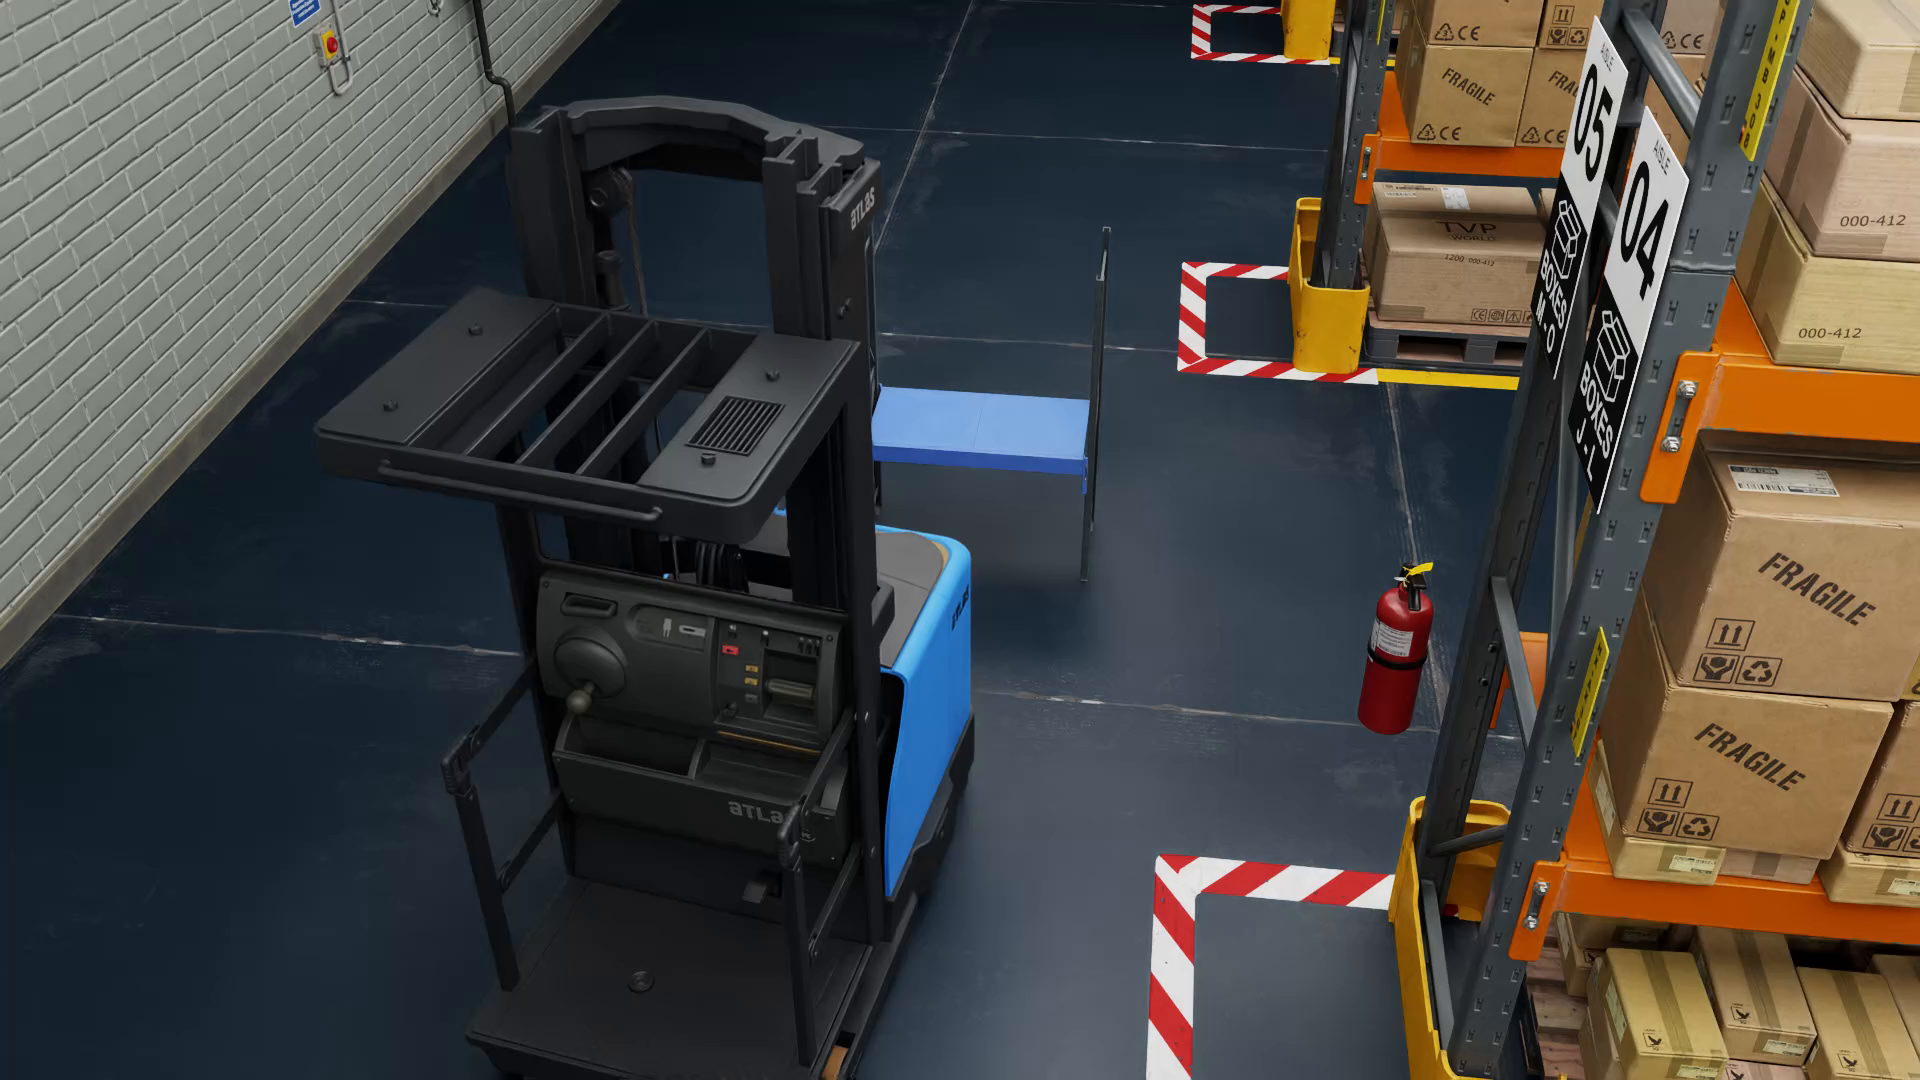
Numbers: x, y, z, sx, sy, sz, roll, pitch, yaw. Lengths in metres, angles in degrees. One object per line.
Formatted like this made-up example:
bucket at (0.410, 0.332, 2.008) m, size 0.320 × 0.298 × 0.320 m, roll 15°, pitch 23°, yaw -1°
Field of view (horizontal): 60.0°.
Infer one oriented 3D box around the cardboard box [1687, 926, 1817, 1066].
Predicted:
cardboard box at (2.316, 1.332, 4.883) m, size 0.250 × 0.149 × 0.380 m, roll 5°, pitch 36°, yaw 7°

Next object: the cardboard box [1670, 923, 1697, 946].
cardboard box at (2.350, 1.091, 5.220) m, size 0.250 × 0.149 × 0.380 m, roll 5°, pitch 36°, yaw 7°

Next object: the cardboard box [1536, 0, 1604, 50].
cardboard box at (3.034, -2.675, 7.969) m, size 0.500 × 0.500 × 0.500 m, roll 3°, pitch 36°, yaw 5°

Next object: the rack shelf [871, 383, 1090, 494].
rack shelf at (0.085, -0.458, 7.410) m, size 1.000 × 0.185 × 0.538 m, roll 4°, pitch 36°, yaw 6°

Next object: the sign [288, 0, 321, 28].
sign at (-3.581, -2.951, 9.071) m, size 0.001 × 0.218 × 0.327 m, roll 4°, pitch 36°, yaw 6°

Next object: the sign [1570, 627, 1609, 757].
sign at (1.482, 0.359, 3.920) m, size 0.005 × 0.325 × 0.100 m, roll 4°, pitch 36°, yaw 6°

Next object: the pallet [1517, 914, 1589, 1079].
pallet at (2.428, 1.620, 5.299) m, size 1.213 × 0.211 × 1.003 m, roll 4°, pitch 36°, yaw 6°

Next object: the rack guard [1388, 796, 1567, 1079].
rack guard at (1.626, 1.422, 5.328) m, size 0.348 × 0.500 × 1.175 m, roll 4°, pitch 36°, yaw 6°

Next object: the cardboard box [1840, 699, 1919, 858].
cardboard box at (2.495, 0.454, 4.189) m, size 0.500 × 0.500 × 0.500 m, roll 4°, pitch 36°, yaw 6°

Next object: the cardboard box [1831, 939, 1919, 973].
cardboard box at (2.880, 1.258, 5.241) m, size 0.250 × 0.149 × 0.380 m, roll 4°, pitch 36°, yaw 5°

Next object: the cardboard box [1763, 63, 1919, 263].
cardboard box at (1.963, -0.782, 3.380) m, size 0.500 × 0.250 × 0.500 m, roll 5°, pitch 36°, yaw 7°

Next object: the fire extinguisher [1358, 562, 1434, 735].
fire extinguisher at (1.360, 0.297, 5.139) m, size 0.183 × 0.674 × 0.296 m, roll 4°, pitch 36°, yaw 6°

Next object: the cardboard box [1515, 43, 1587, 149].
cardboard box at (3.026, -2.279, 8.276) m, size 0.500 × 0.500 × 0.500 m, roll 4°, pitch 36°, yaw 5°

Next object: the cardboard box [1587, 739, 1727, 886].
cardboard box at (1.831, 0.714, 4.384) m, size 0.250 × 0.149 × 0.380 m, roll 4°, pitch 36°, yaw 6°

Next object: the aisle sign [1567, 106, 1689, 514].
aisle sign at (1.440, -0.492, 3.619) m, size 0.004 × 0.787 × 0.394 m, roll 4°, pitch 36°, yaw 6°

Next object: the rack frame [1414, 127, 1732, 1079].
rack frame at (1.551, 0.399, 4.609) m, size 0.127 × 3.000 × 1.000 m, roll 4°, pitch 36°, yaw 6°

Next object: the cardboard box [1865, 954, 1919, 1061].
cardboard box at (2.806, 1.395, 4.794) m, size 0.250 × 0.149 × 0.380 m, roll 3°, pitch 36°, yaw 4°

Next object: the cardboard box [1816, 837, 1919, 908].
cardboard box at (2.348, 0.759, 4.320) m, size 0.250 × 0.149 × 0.380 m, roll 3°, pitch 36°, yaw 5°

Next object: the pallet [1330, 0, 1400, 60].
pallet at (3.576, -4.122, 13.344) m, size 1.213 × 0.211 × 1.003 m, roll 4°, pitch 36°, yaw 6°

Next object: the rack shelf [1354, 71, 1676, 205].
rack shelf at (4.065, -2.020, 8.618) m, size 4.000 × 0.370 × 1.077 m, roll 4°, pitch 36°, yaw 6°

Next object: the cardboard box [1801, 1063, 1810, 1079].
cardboard box at (2.556, 1.474, 4.940) m, size 0.250 × 0.149 × 0.380 m, roll 5°, pitch 36°, yaw 7°

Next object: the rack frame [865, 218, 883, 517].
rack frame at (-0.420, -0.642, 7.358) m, size 0.032 × 1.500 × 0.500 m, roll 4°, pitch 36°, yaw 6°

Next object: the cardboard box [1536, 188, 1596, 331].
cardboard box at (3.657, -1.535, 9.163) m, size 0.875 × 0.438 × 0.875 m, roll 5°, pitch 36°, yaw 7°

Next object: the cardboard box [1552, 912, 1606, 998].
cardboard box at (2.100, 1.307, 5.429) m, size 0.250 × 0.149 × 0.380 m, roll 5°, pitch 36°, yaw 7°

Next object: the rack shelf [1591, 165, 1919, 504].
rack shelf at (3.535, -0.381, 3.740) m, size 4.000 × 0.370 × 1.077 m, roll 4°, pitch 36°, yaw 6°

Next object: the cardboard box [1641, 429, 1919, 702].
cardboard box at (1.963, 0.016, 3.943) m, size 0.500 × 0.500 × 0.500 m, roll 4°, pitch 36°, yaw 6°

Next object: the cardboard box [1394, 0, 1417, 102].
cardboard box at (2.593, -2.618, 8.751) m, size 0.500 × 0.500 × 0.500 m, roll 4°, pitch 36°, yaw 6°

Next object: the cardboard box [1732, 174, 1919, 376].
cardboard box at (1.964, -0.581, 3.529) m, size 0.500 × 0.250 × 0.500 m, roll 5°, pitch 36°, yaw 8°

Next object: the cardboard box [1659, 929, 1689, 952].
cardboard box at (2.363, 1.192, 5.334) m, size 0.250 × 0.149 × 0.380 m, roll 3°, pitch 36°, yaw 5°

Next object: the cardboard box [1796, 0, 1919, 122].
cardboard box at (1.843, -0.972, 3.303) m, size 0.250 × 0.149 × 0.380 m, roll 4°, pitch 36°, yaw 6°

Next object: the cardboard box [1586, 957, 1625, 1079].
cardboard box at (2.038, 1.454, 4.967) m, size 0.250 × 0.149 × 0.380 m, roll 6°, pitch 36°, yaw 8°

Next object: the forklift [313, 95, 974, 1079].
forklift at (-0.853, 0.421, 4.638) m, size 1.130 × 2.935 × 3.031 m, roll 10°, pitch 37°, yaw 13°

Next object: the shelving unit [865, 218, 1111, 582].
shelving unit at (0.085, -0.604, 7.305) m, size 1.048 × 1.500 × 0.538 m, roll 4°, pitch 36°, yaw 6°

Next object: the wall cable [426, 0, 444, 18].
wall cable at (-3.345, -4.096, 10.033) m, size 0.122 × 1.984 × 0.588 m, roll 4°, pitch 36°, yaw 6°

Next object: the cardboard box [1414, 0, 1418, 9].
cardboard box at (2.590, -3.010, 8.439) m, size 0.500 × 0.500 × 0.500 m, roll 5°, pitch 36°, yaw 8°
